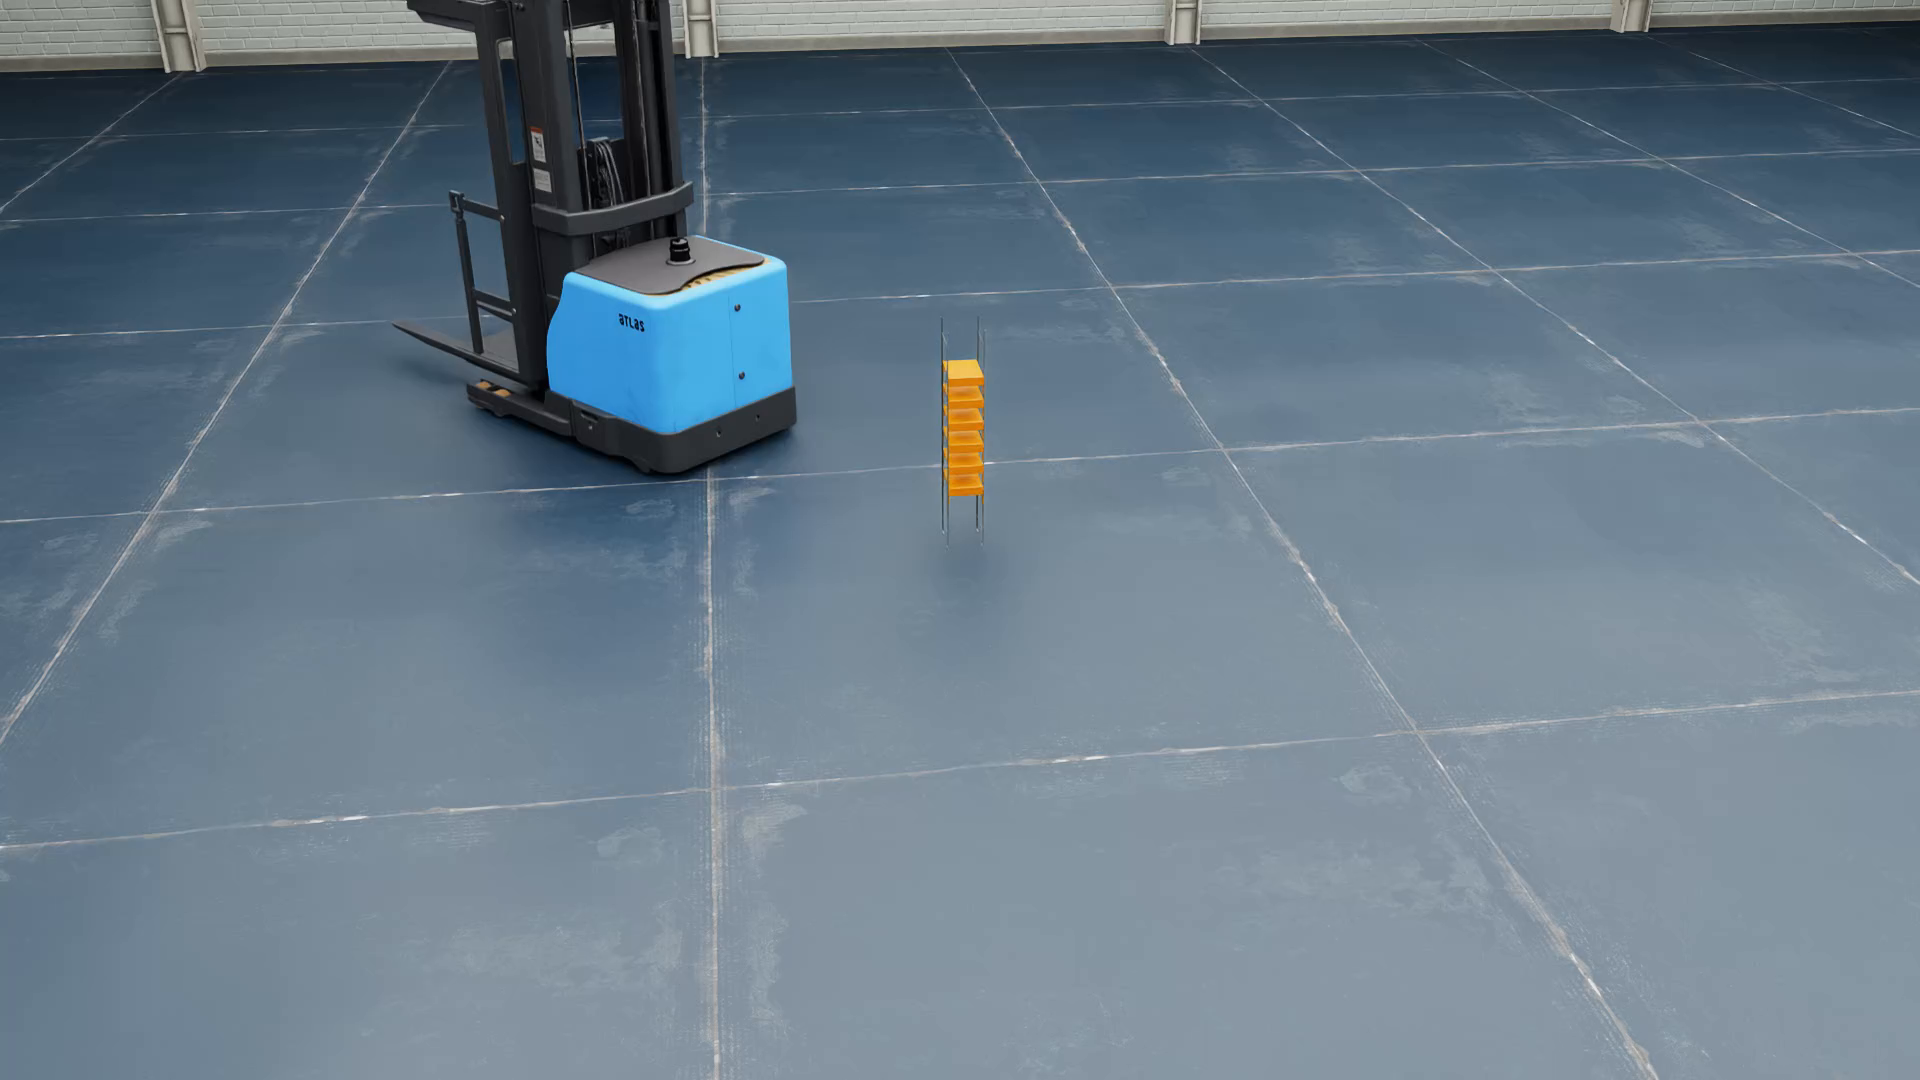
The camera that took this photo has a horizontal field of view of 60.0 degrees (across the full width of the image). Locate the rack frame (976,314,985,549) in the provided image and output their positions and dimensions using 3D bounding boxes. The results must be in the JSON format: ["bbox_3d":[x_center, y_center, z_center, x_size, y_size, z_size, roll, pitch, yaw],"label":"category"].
[{"bbox_3d":[0.105,-0.541,8.489,0.006,1.200,0.240,-4,27,-7],"label":"rack frame"}]

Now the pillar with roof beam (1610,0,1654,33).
[{"bbox_3d":[9.342,-8.729,15.905,0.400,9.000,9.100,-4,27,-7],"label":"pillar with roof beam"}]

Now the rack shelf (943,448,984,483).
[{"bbox_3d":[0.014,-0.388,8.553,0.180,0.103,0.258,-4,27,-7],"label":"rack shelf"}]

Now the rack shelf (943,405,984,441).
[{"bbox_3d":[0.014,-0.602,8.443,0.180,0.103,0.258,-4,27,-7],"label":"rack shelf"}]

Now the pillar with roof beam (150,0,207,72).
[{"bbox_3d":[-8.482,-7.584,13.674,0.400,9.000,9.100,-4,27,-7],"label":"pillar with roof beam"}]

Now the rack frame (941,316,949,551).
[{"bbox_3d":[-0.076,-0.529,8.467,0.006,1.200,0.240,-4,27,-7],"label":"rack frame"}]

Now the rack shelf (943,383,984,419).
[{"bbox_3d":[0.014,-0.709,8.389,0.180,0.103,0.258,-4,27,-7],"label":"rack shelf"}]

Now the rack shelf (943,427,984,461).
[{"bbox_3d":[0.014,-0.495,8.498,0.180,0.103,0.258,-4,27,-7],"label":"rack shelf"}]

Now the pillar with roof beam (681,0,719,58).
[{"bbox_3d":[-2.541,-7.966,14.418,0.400,9.000,9.100,-4,27,-7],"label":"pillar with roof beam"}]

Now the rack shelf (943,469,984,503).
[{"bbox_3d":[0.014,-0.282,8.608,0.180,0.103,0.258,-4,27,-7],"label":"rack shelf"}]

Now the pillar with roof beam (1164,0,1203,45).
[{"bbox_3d":[3.401,-8.348,15.161,0.400,9.000,9.100,-4,27,-7],"label":"pillar with roof beam"}]

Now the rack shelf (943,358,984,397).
[{"bbox_3d":[0.014,-0.816,8.334,0.180,0.103,0.258,-4,27,-7],"label":"rack shelf"}]

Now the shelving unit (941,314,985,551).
[{"bbox_3d":[0.014,-0.535,8.478,0.189,1.200,0.258,-4,27,-7],"label":"shelving unit"}]

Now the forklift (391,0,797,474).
[{"bbox_3d":[-2.428,-2.224,9.874,3.031,2.935,1.130,21,34,35],"label":"forklift"}]
